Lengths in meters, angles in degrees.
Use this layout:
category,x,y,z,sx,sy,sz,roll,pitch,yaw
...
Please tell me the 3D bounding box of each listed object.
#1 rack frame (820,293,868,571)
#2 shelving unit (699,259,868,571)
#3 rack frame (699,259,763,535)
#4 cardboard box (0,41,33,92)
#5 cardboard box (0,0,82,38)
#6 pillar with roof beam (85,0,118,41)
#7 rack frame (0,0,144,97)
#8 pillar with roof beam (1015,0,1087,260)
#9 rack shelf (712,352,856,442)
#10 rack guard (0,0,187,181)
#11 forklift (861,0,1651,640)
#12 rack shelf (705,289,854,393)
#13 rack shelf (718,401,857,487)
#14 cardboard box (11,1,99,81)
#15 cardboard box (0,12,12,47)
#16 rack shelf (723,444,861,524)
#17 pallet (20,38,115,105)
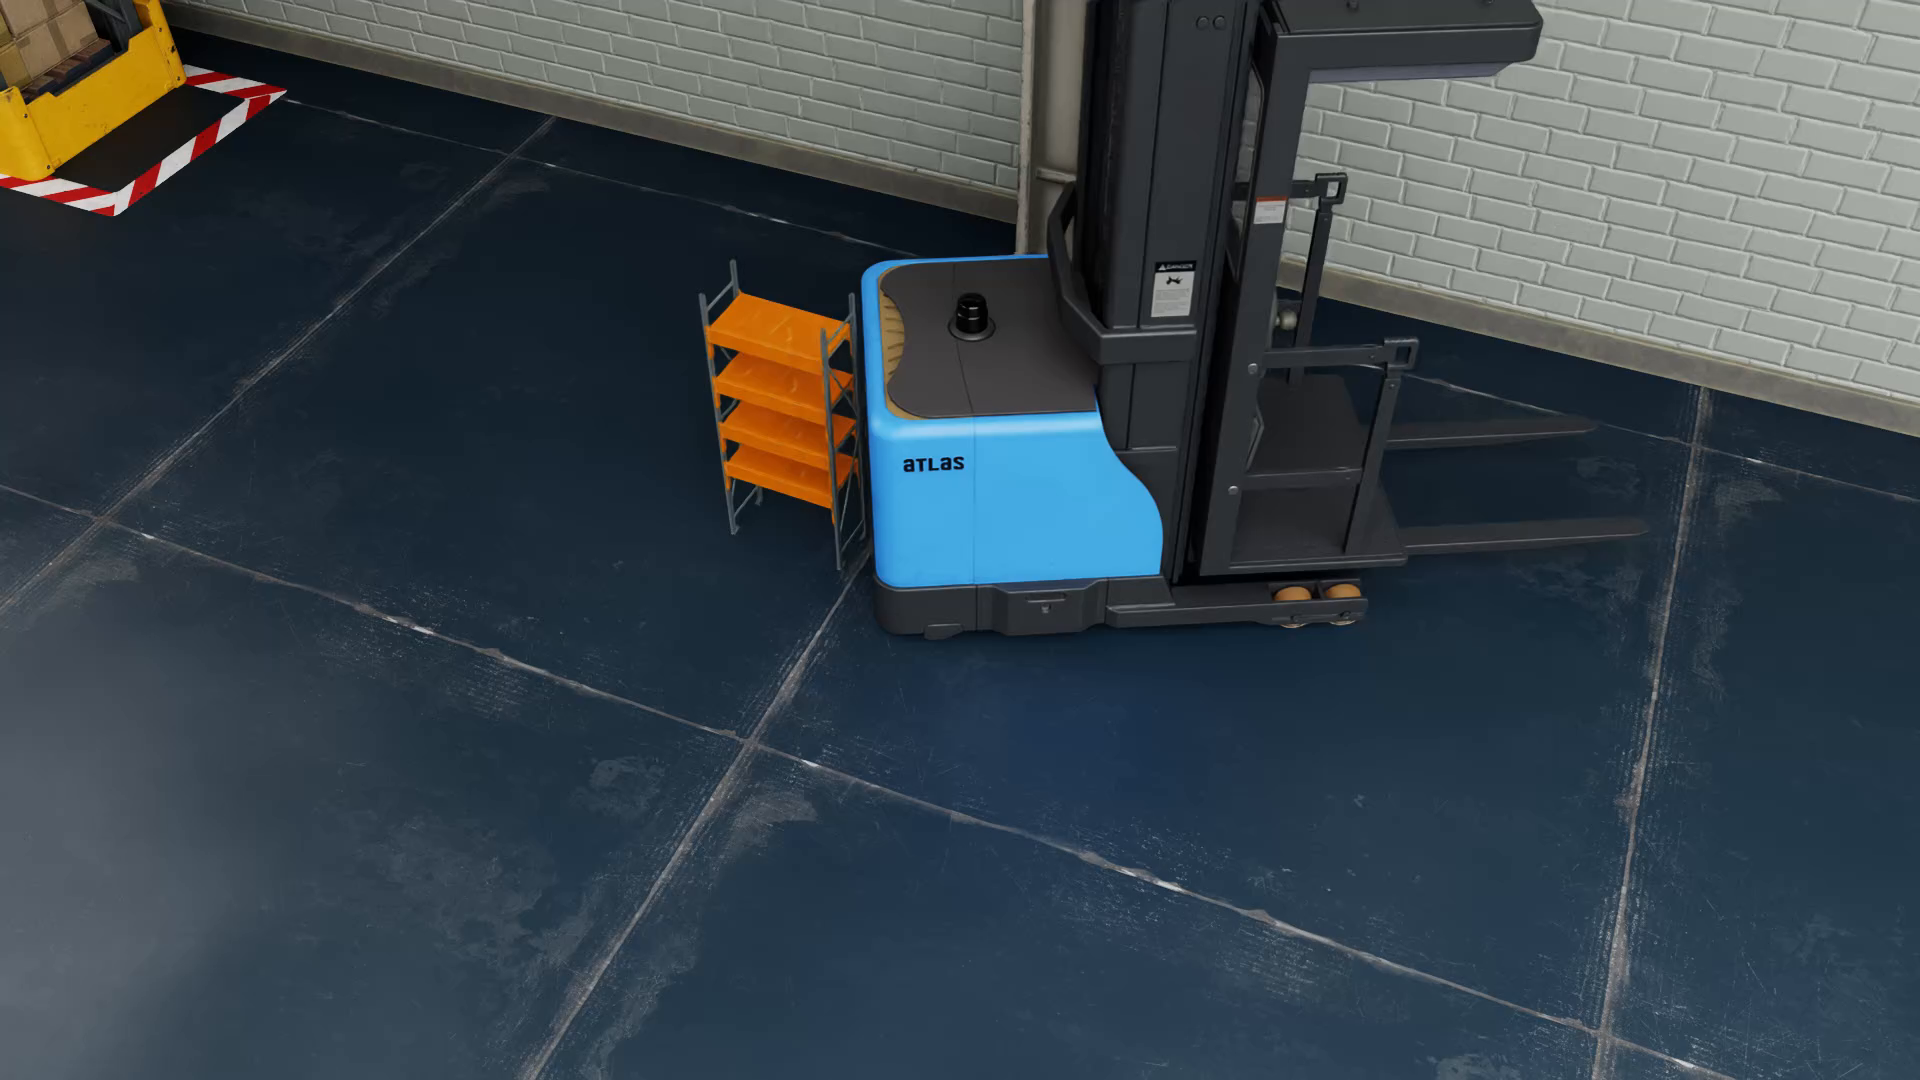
category,x,y,z,sx,sy,sz,roll,pitch,yaw
rack frame,-0.432,-0.380,6.281,0.015,1.200,0.240,18,48,17
shelving unit,-0.654,-0.451,6.353,0.503,1.200,0.258,18,48,17
rack frame,-0.876,-0.523,6.425,0.015,1.200,0.240,18,48,17
cardboard box,-5.287,-2.438,8.726,0.500,0.250,0.500,17,47,16
cardboard box,-5.086,-2.957,8.892,0.500,0.250,0.500,17,47,17
pillar with roof beam,-6.685,-3.442,3.830,0.400,9.000,9.100,16,47,16
rack frame,-4.732,-3.342,7.983,0.127,3.000,1.000,16,47,16
pillar with roof beam,-1.147,-1.813,2.192,0.400,9.000,9.100,16,47,16
rack shelf,-0.654,-0.562,6.242,0.480,0.148,0.258,18,48,17
rack guard,-4.709,-2.450,8.858,0.348,0.500,1.175,16,47,16
forklift,1.155,-1.073,5.750,3.031,2.935,1.130,-3,45,-3
rack shelf,-0.654,-0.730,6.076,0.480,0.148,0.258,18,48,17
rack shelf,-0.654,-0.403,6.400,0.480,0.148,0.258,18,48,17
cardboard box,-5.110,-2.777,9.066,0.500,0.250,0.500,17,47,16
cardboard box,-5.301,-2.622,8.556,0.500,0.250,0.500,16,47,15
rack shelf,-0.654,-0.263,6.540,0.480,0.148,0.258,18,48,17
pallet,-5.453,-2.534,9.147,1.213,0.211,1.003,16,47,16
